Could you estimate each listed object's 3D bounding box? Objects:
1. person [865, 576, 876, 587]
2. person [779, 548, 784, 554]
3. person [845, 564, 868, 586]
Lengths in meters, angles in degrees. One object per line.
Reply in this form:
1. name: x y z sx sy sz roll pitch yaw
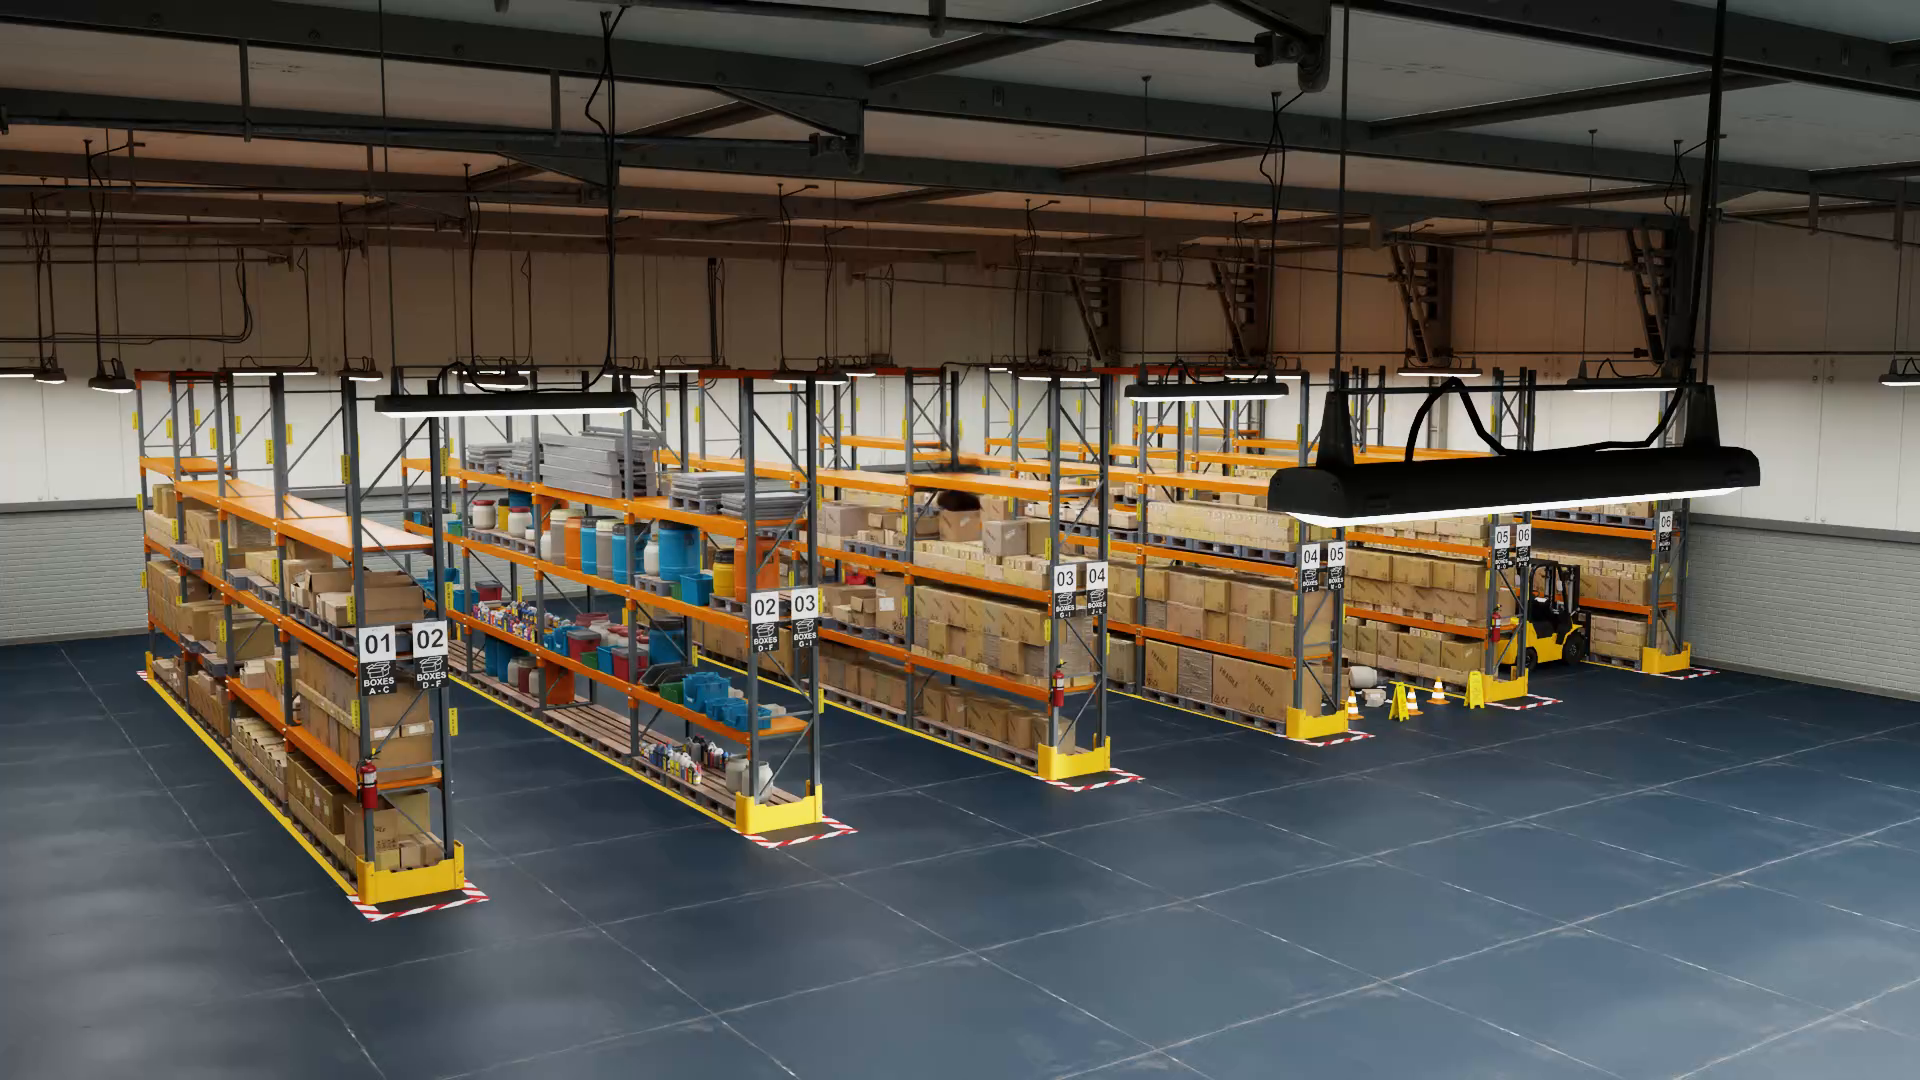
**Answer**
1. person: -2.390 0.711 41.966 1.042 1.757 0.765 2 7 20
2. person: -4.313 1.042 39.565 0.717 1.701 0.633 0 6 -1
3. person: -2.313 1.363 36.713 0.658 1.702 0.612 -3 7 -27
